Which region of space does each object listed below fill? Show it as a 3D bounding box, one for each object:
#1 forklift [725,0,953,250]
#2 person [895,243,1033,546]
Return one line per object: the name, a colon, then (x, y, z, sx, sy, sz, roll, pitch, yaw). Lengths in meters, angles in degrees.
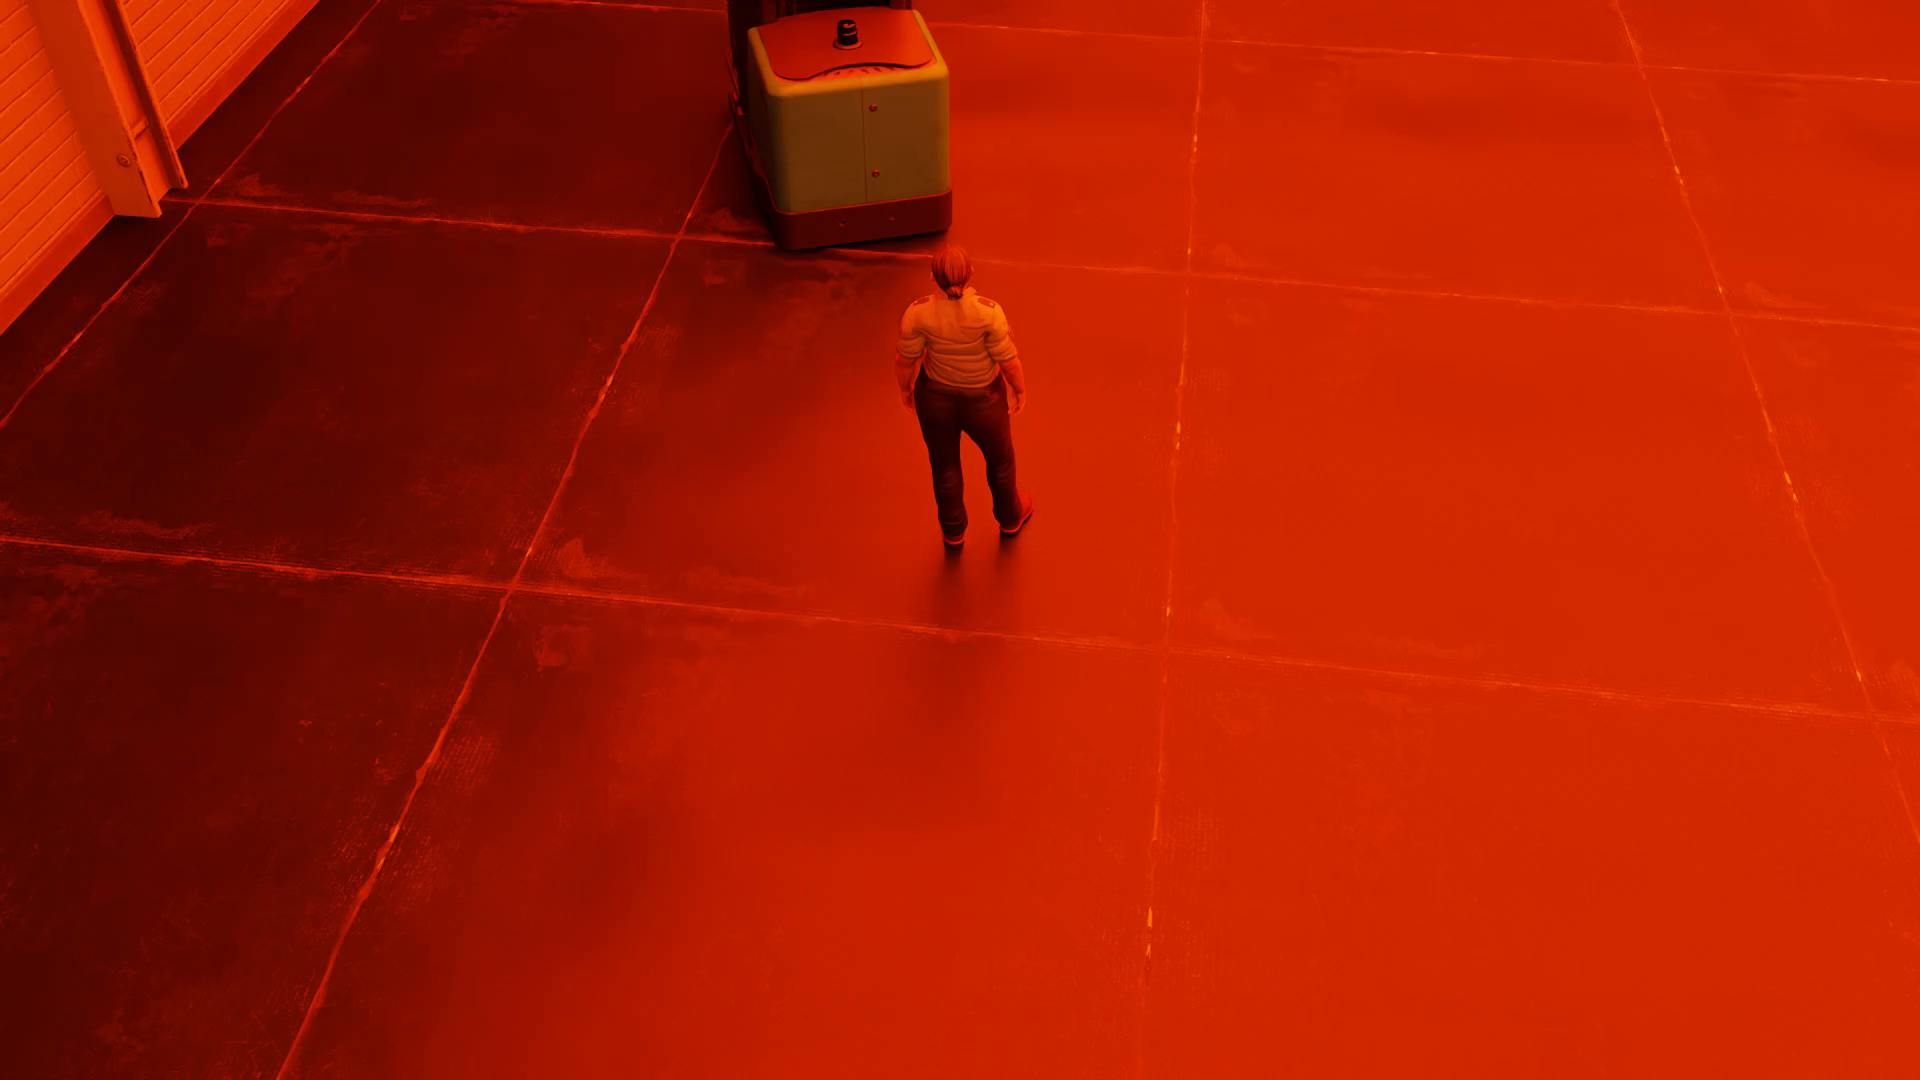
forklift: (-0.893, -3.766, 9.823, 1.130, 2.935, 3.031, -9, 43, -10)
person: (0.034, -0.670, 7.391, 0.599, 1.650, 0.503, 5, 43, 6)
